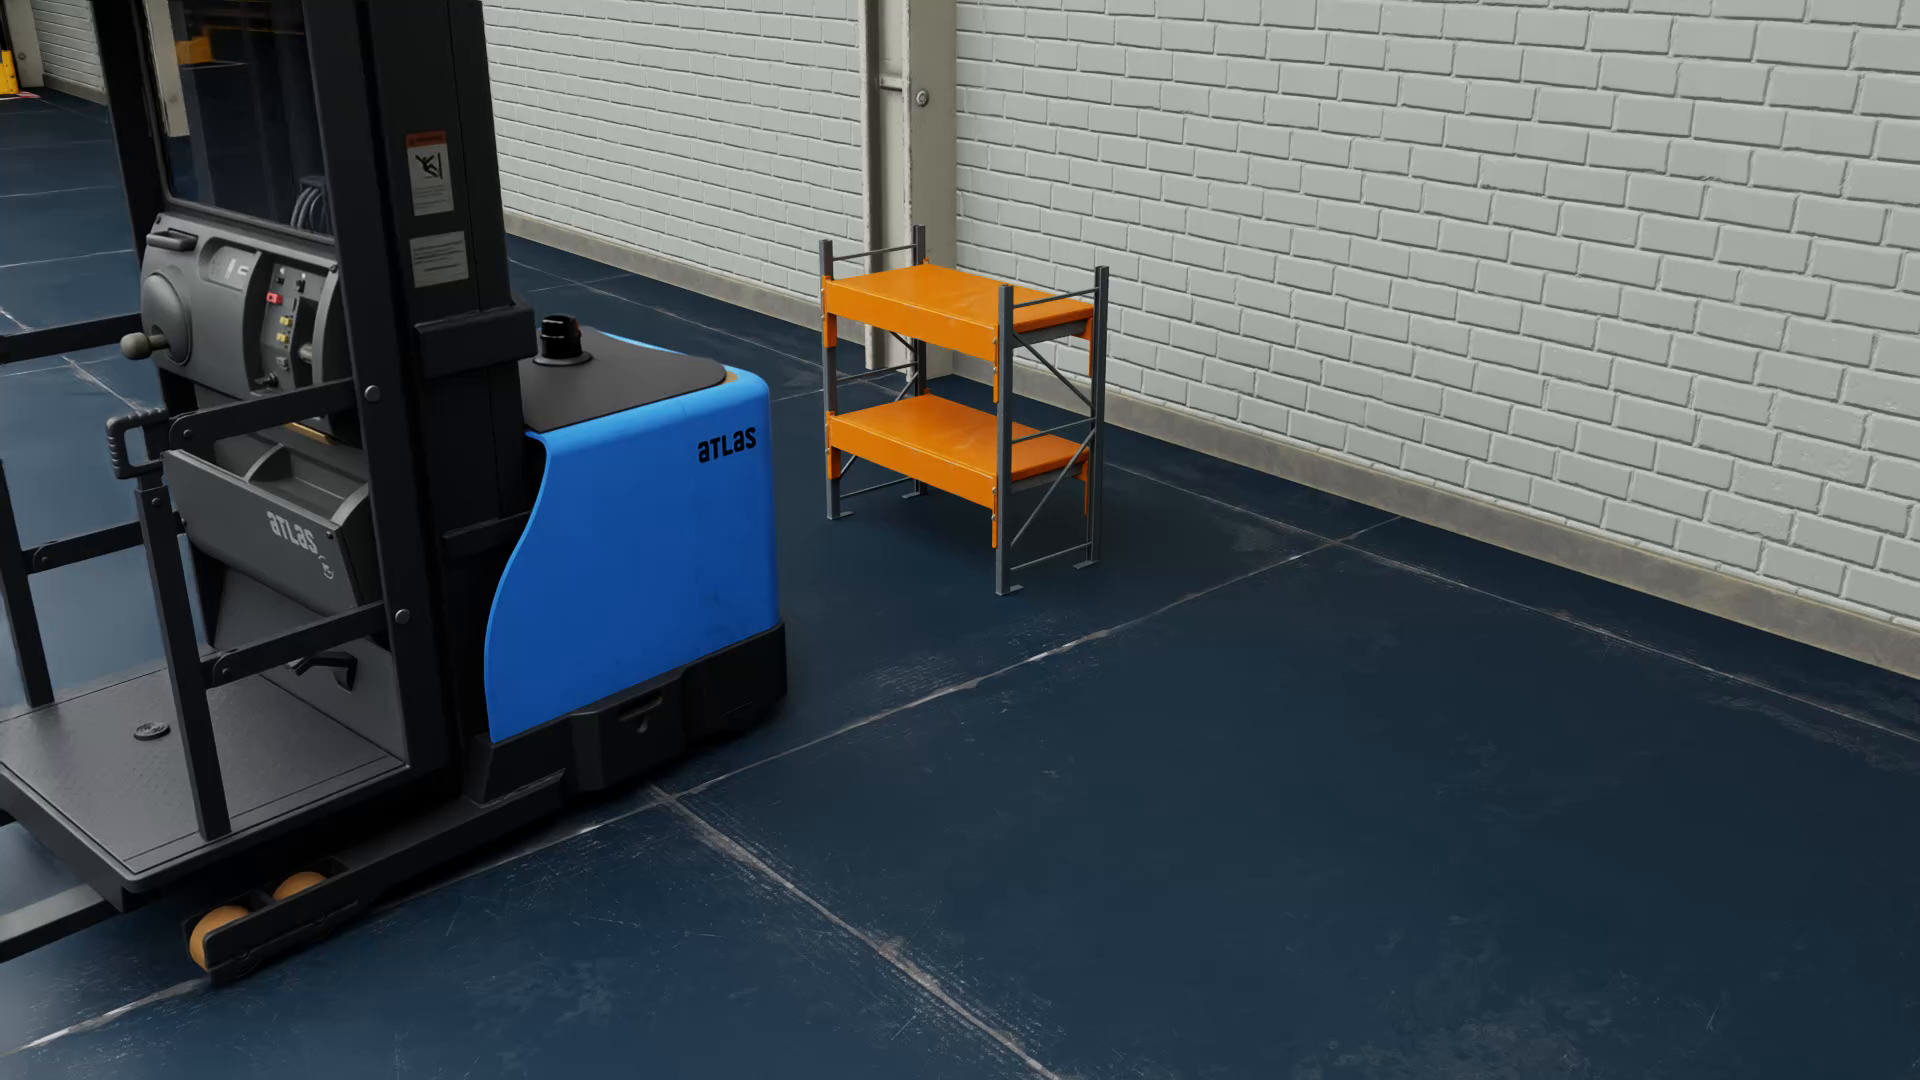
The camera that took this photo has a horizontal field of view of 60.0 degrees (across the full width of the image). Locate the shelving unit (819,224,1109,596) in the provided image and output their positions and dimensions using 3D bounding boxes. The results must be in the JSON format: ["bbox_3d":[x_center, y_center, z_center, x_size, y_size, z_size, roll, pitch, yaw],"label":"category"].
[{"bbox_3d":[-0.004,-0.526,6.284,0.538,1.125,1.048,-17,27,-37],"label":"shelving unit"}]

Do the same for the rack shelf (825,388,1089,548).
[{"bbox_3d":[-0.004,-0.298,6.373,0.538,0.278,1.000,-17,27,-37],"label":"rack shelf"}]

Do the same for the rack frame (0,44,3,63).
[{"bbox_3d":[-12.236,-6.860,19.886,1.000,3.000,0.127,-17,27,-37],"label":"rack frame"}]

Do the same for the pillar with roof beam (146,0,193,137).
[{"bbox_3d":[-11.352,-7.378,12.982,9.100,9.000,0.400,-17,27,-37],"label":"pillar with roof beam"}]

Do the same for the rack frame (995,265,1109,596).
[{"bbox_3d":[0.327,-0.385,5.925,0.500,1.125,0.032,-17,27,-37],"label":"rack frame"}]

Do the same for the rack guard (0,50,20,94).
[{"bbox_3d":[-12.220,-5.689,20.325,1.175,0.500,0.348,-17,27,-37],"label":"rack guard"}]

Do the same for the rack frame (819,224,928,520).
[{"bbox_3d":[-0.336,-0.666,6.642,0.500,1.125,0.032,-17,27,-37],"label":"rack frame"}]

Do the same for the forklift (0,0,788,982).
[{"bbox_3d":[-1.885,-0.550,3.870,1.130,2.935,3.031,18,28,38],"label":"forklift"}]

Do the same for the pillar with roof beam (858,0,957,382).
[{"bbox_3d":[-3.519,-4.062,4.517,9.100,9.000,0.400,-17,27,-37],"label":"pillar with roof beam"}]

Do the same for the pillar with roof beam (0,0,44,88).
[{"bbox_3d":[-15.269,-9.036,17.214,9.100,9.000,0.400,-17,27,-37],"label":"pillar with roof beam"}]

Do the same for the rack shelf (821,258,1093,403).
[{"bbox_3d":[-0.004,-0.798,6.177,0.538,0.278,1.000,-17,27,-37],"label":"rack shelf"}]
